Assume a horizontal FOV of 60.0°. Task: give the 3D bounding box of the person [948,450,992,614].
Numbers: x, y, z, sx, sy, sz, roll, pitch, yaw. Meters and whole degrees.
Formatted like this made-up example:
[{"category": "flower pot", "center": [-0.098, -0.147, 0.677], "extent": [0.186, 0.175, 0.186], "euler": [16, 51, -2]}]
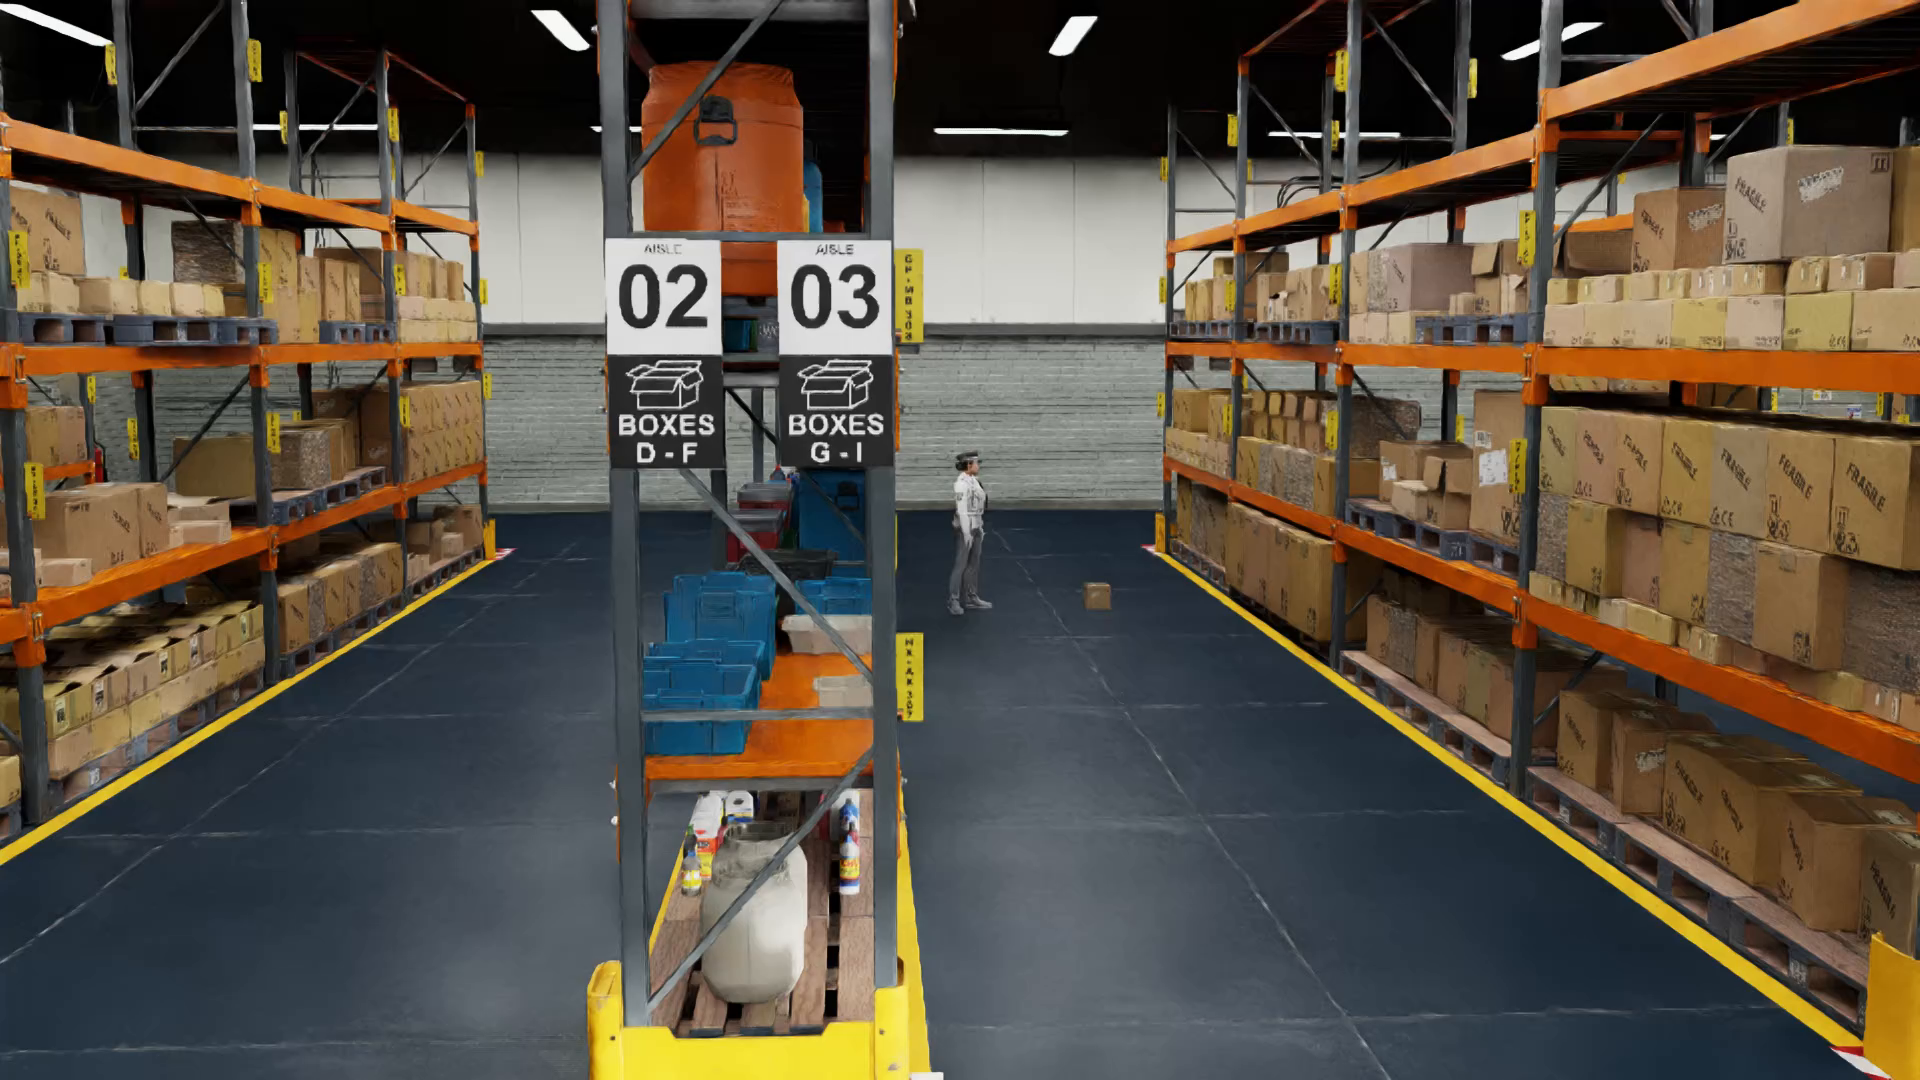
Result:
[{"category": "person", "center": [0.090, -0.100, 17.303], "extent": [0.369, 1.682, 0.589], "euler": [3, 7, 21]}]
